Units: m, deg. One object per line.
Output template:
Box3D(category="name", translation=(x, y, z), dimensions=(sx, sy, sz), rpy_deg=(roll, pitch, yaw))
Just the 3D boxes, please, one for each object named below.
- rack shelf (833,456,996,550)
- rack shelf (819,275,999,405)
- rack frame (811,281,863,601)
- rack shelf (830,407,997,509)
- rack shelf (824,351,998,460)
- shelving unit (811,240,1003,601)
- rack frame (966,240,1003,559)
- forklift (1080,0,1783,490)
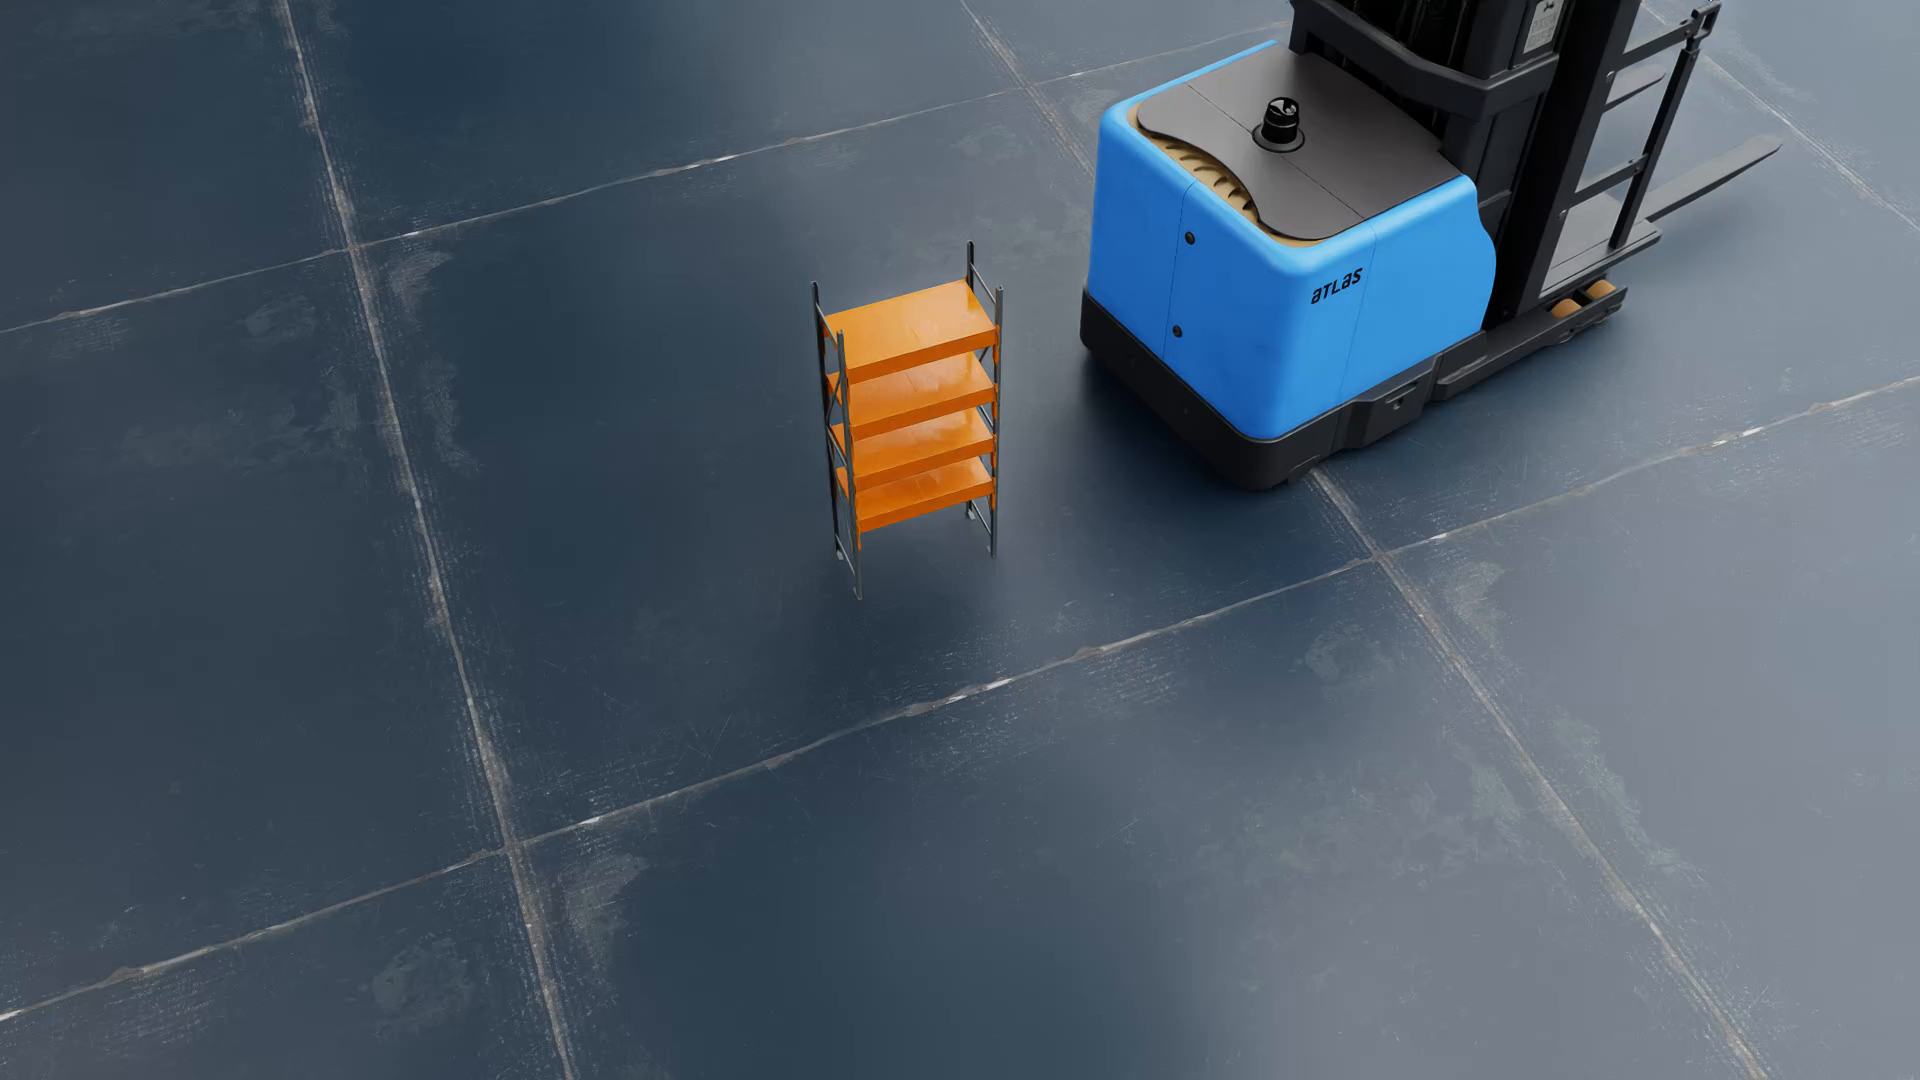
Box3D(category="rack shelf", translation=(-0.153, -0.170, 5.456), dimensions=(0.480, 0.148, 0.258), rpy_deg=(-17, 52, -14))
Box3D(category="rack shelf", translation=(-0.153, -0.599, 4.956), dimensions=(0.480, 0.148, 0.258), rpy_deg=(-17, 52, -14))
Box3D(category="rack frame", translation=(-0.379, -0.273, 5.194), dimensions=(0.015, 1.200, 0.240), rpy_deg=(-17, 52, -14))
Box3D(category="rack shelf", translation=(-0.153, -0.300, 5.305), dimensions=(0.480, 0.148, 0.258), rpy_deg=(-17, 52, -14))
Box3D(category="rack shelf", translation=(-0.153, -0.445, 5.135), dimensions=(0.480, 0.148, 0.258), rpy_deg=(-17, 52, -14))
Box3D(category="shelving unit", translation=(-0.153, -0.343, 5.254), dimensions=(0.503, 1.200, 0.258), rpy_deg=(-17, 52, -14))
Box3D(category="rack frame", translation=(0.073, -0.413, 5.314), dimensions=(0.015, 1.200, 0.240), rpy_deg=(-17, 52, -14))
Box3D(category="forklift", translation=(1.962, -2.022, 5.554), dimensions=(3.031, 2.935, 1.130), rpy_deg=(-27, 55, -21))
